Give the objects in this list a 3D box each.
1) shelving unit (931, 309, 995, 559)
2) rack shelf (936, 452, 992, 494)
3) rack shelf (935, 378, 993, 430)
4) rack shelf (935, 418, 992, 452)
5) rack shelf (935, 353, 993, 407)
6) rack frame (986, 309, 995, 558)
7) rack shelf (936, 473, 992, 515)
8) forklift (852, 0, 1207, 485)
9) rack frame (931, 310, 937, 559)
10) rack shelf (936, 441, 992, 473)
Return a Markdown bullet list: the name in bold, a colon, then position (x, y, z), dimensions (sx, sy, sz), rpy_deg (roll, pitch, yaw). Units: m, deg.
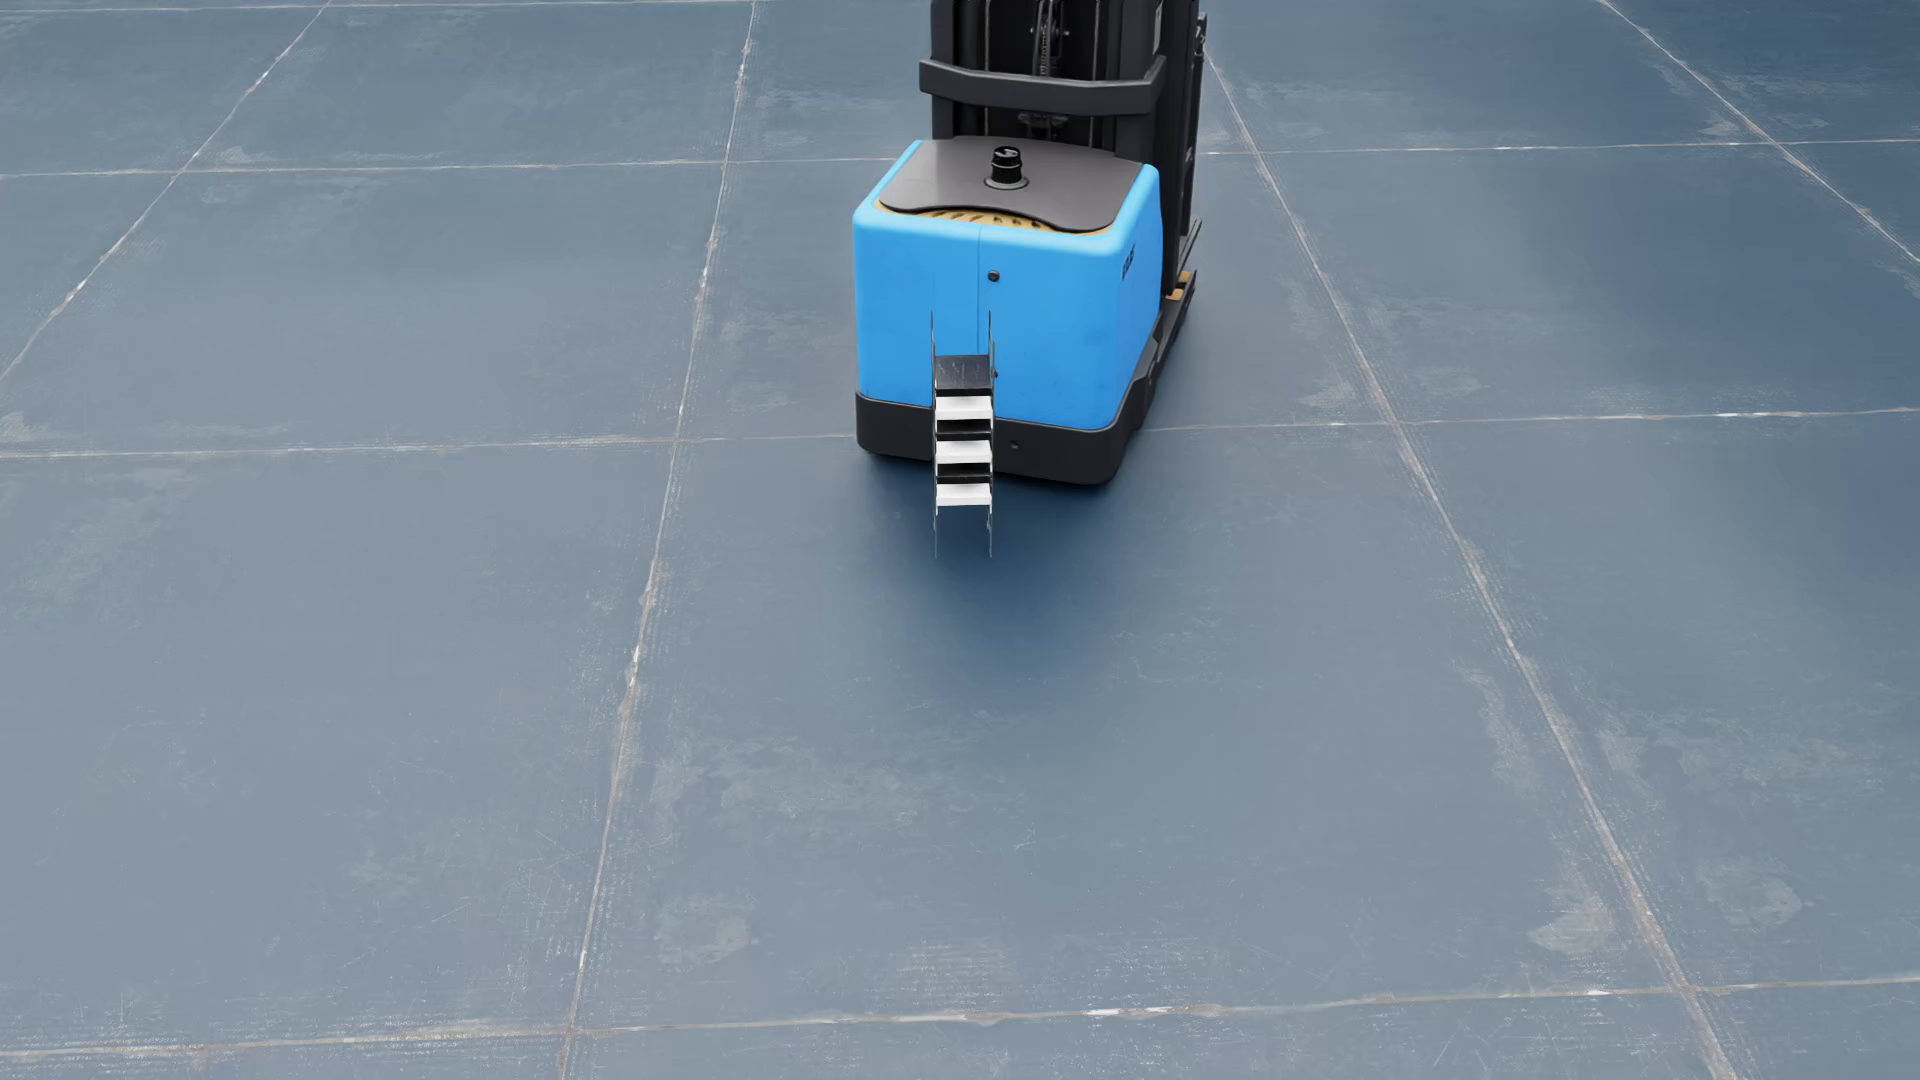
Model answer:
- **shelving unit**: position (0.008, -0.370, 5.994), dimensions (0.210, 0.900, 0.258), rpy_deg (-2, 35, -2)
- **rack shelf**: position (0.008, -0.269, 6.064), dimensions (0.200, 0.077, 0.258), rpy_deg (-2, 35, -2)
- **rack shelf**: position (0.008, -0.491, 5.911), dimensions (0.200, 0.077, 0.258), rpy_deg (-2, 35, -2)
- **rack shelf**: position (0.008, -0.417, 5.962), dimensions (0.200, 0.077, 0.258), rpy_deg (-2, 35, -2)
- **rack shelf**: position (0.008, -0.565, 5.860), dimensions (0.200, 0.077, 0.258), rpy_deg (-2, 35, -2)
- **rack frame**: position (0.110, -0.373, 5.998), dimensions (0.006, 0.900, 0.240), rpy_deg (-2, 35, -2)
- **rack shelf**: position (0.008, -0.195, 6.116), dimensions (0.200, 0.077, 0.258), rpy_deg (-2, 35, -2)
- **forklift**: position (0.485, -2.254, 6.931), dimensions (1.130, 2.935, 3.031), rpy_deg (9, 36, 13)
- **rack frame**: position (-0.093, -0.367, 5.990), dimensions (0.006, 0.900, 0.240), rpy_deg (-2, 35, -2)
- **rack shelf**: position (0.008, -0.343, 6.013), dimensions (0.200, 0.077, 0.258), rpy_deg (-2, 35, -2)
